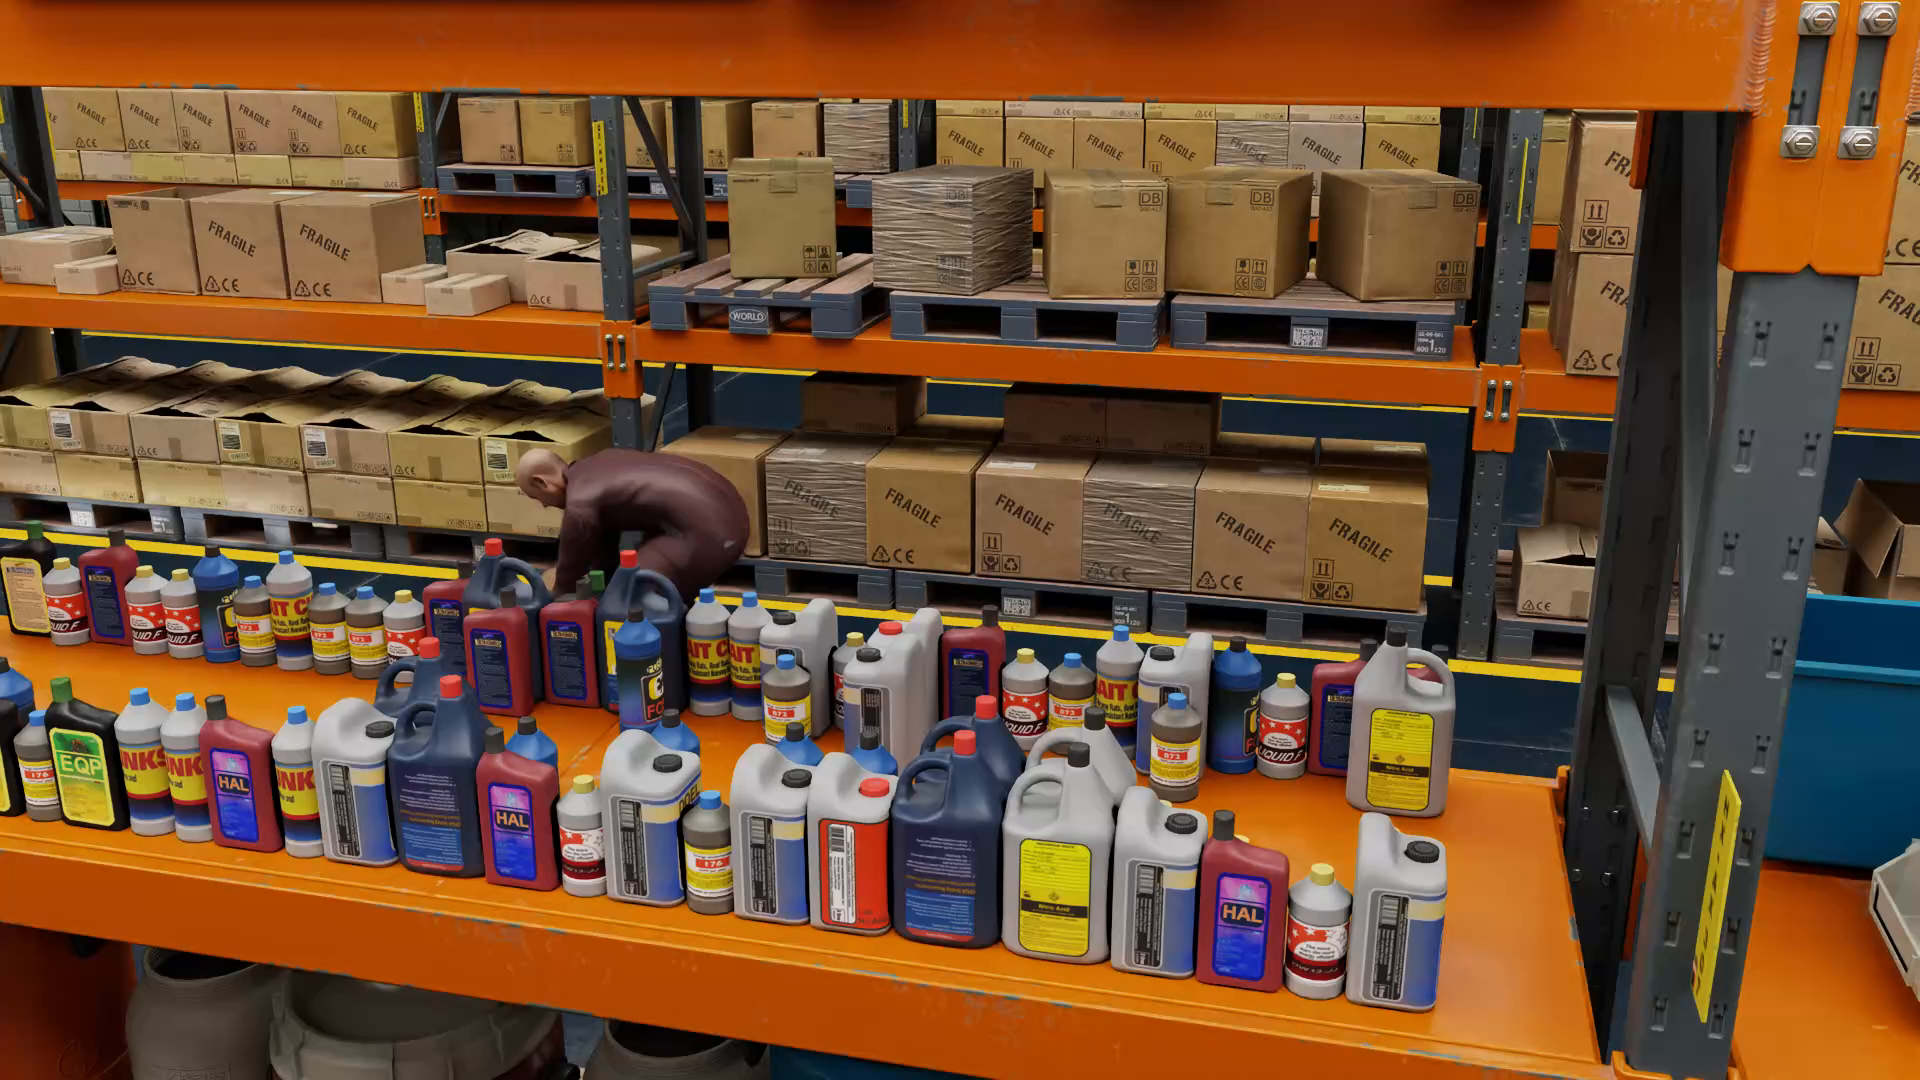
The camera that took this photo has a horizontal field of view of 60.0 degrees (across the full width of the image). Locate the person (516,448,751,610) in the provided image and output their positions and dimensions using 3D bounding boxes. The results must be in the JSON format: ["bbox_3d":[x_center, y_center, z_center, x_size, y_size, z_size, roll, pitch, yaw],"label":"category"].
[{"bbox_3d":[-1.301,0.173,6.692,0.942,1.069,0.590,4,18,11],"label":"person"}]
